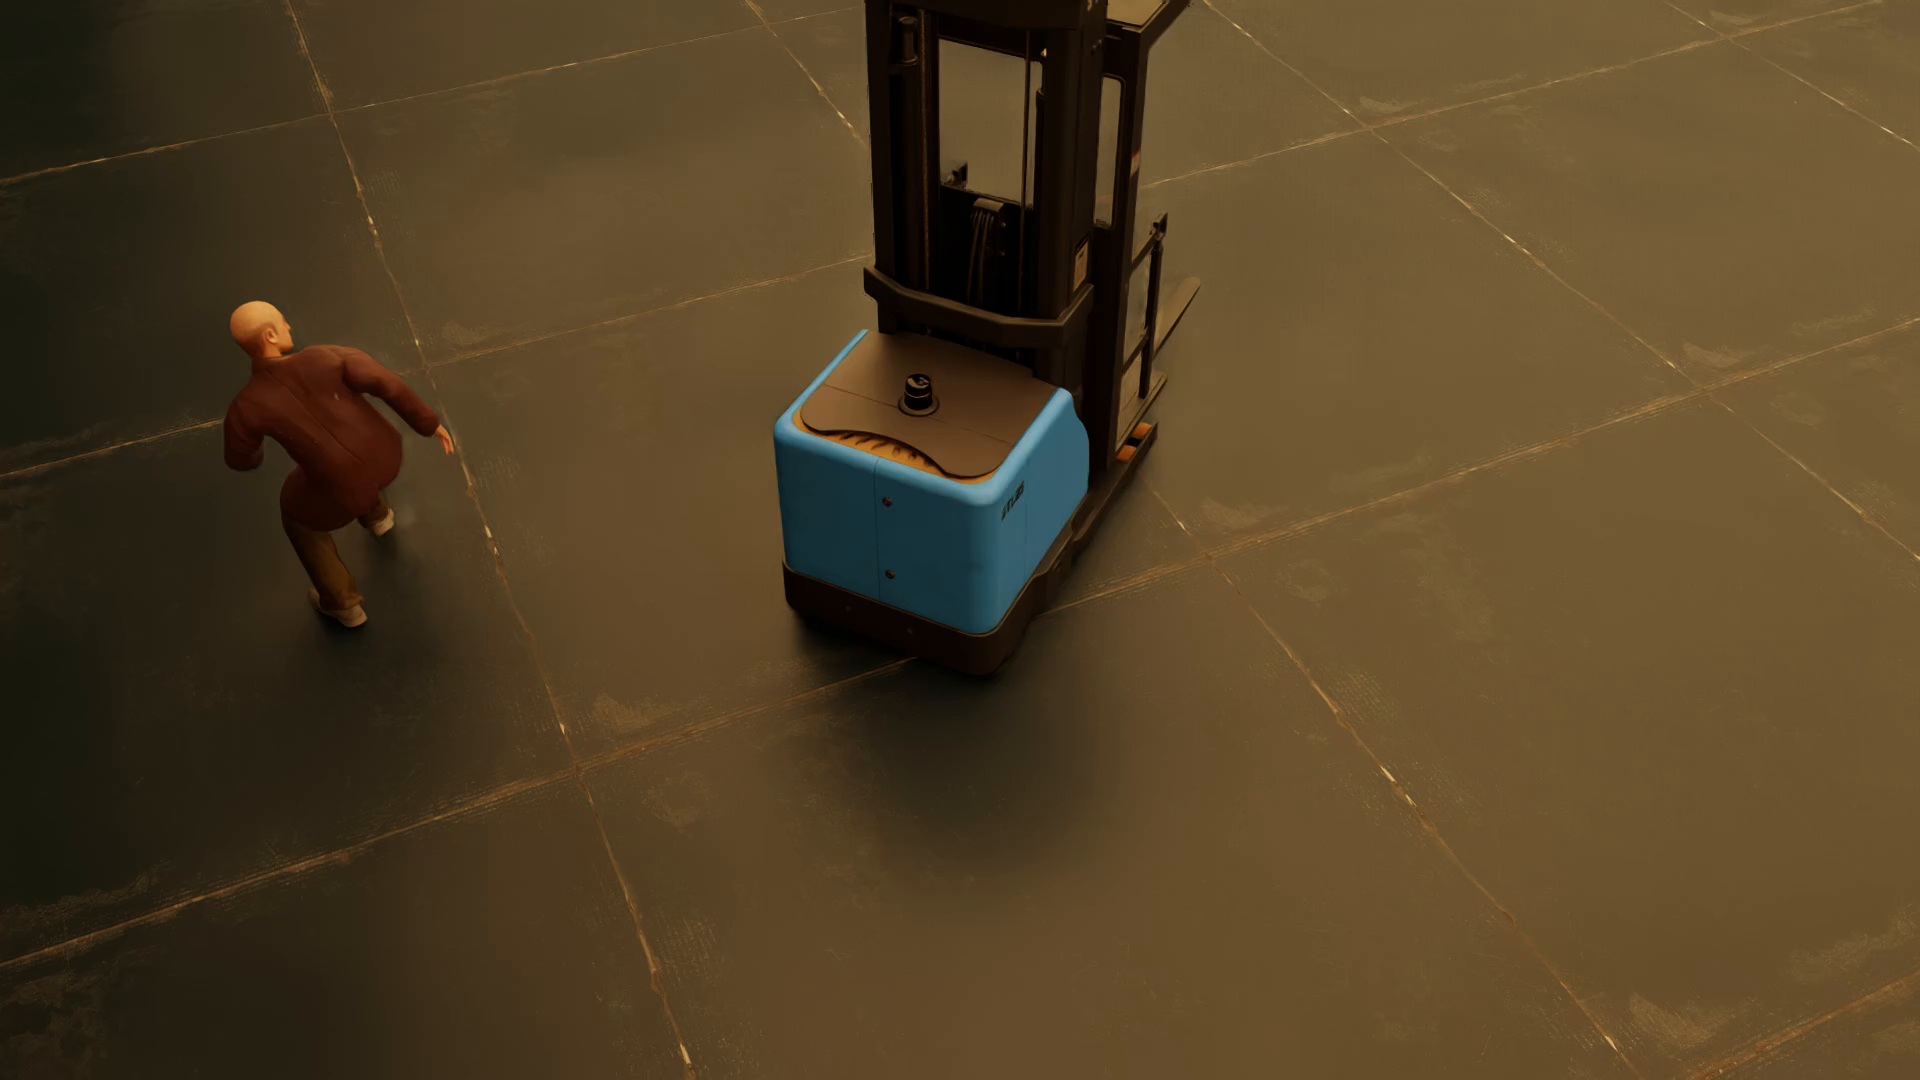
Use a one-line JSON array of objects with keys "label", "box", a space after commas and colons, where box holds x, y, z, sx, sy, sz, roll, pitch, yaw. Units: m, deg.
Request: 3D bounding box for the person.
[{"label": "person", "box": [-2.720, -0.406, 7.164, 0.818, 1.547, 0.740, -33, 52, -30]}]

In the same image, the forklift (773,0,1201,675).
[{"label": "forklift", "box": [0.330, -1.500, 7.287, 1.130, 2.935, 3.031, 19, 46, 19]}]
